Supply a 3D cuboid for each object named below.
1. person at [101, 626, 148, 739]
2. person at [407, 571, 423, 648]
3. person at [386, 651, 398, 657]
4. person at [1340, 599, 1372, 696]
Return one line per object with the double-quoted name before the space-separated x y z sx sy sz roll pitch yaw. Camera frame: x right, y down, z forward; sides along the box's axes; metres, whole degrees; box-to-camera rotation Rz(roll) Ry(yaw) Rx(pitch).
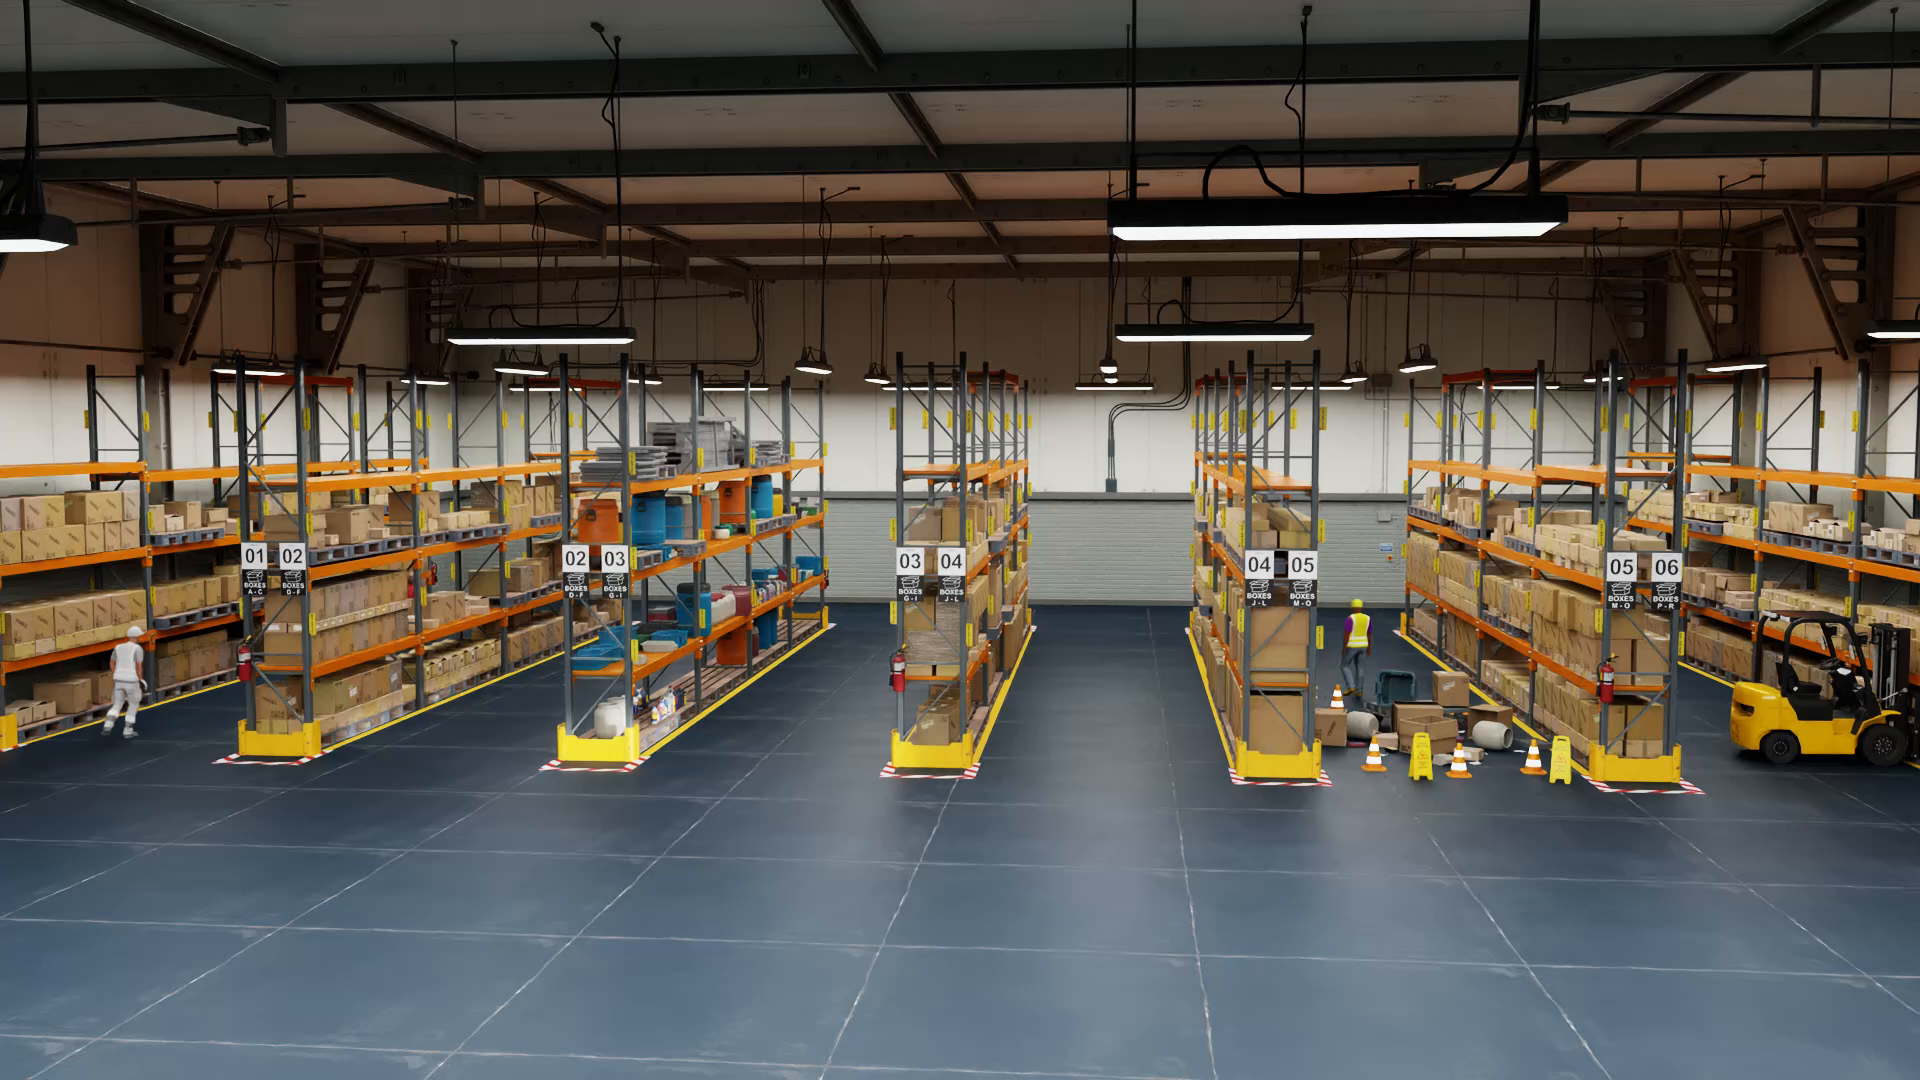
"person" -13.197 2.261 26.267 0.587 1.758 0.711 1 4 7
"person" -12.221 1.532 36.954 0.533 1.664 1.099 0 4 2
"person" -11.822 1.668 34.633 0.573 1.756 0.528 3 5 35
"person" 7.235 1.972 30.392 0.609 1.787 0.403 -1 4 -20
